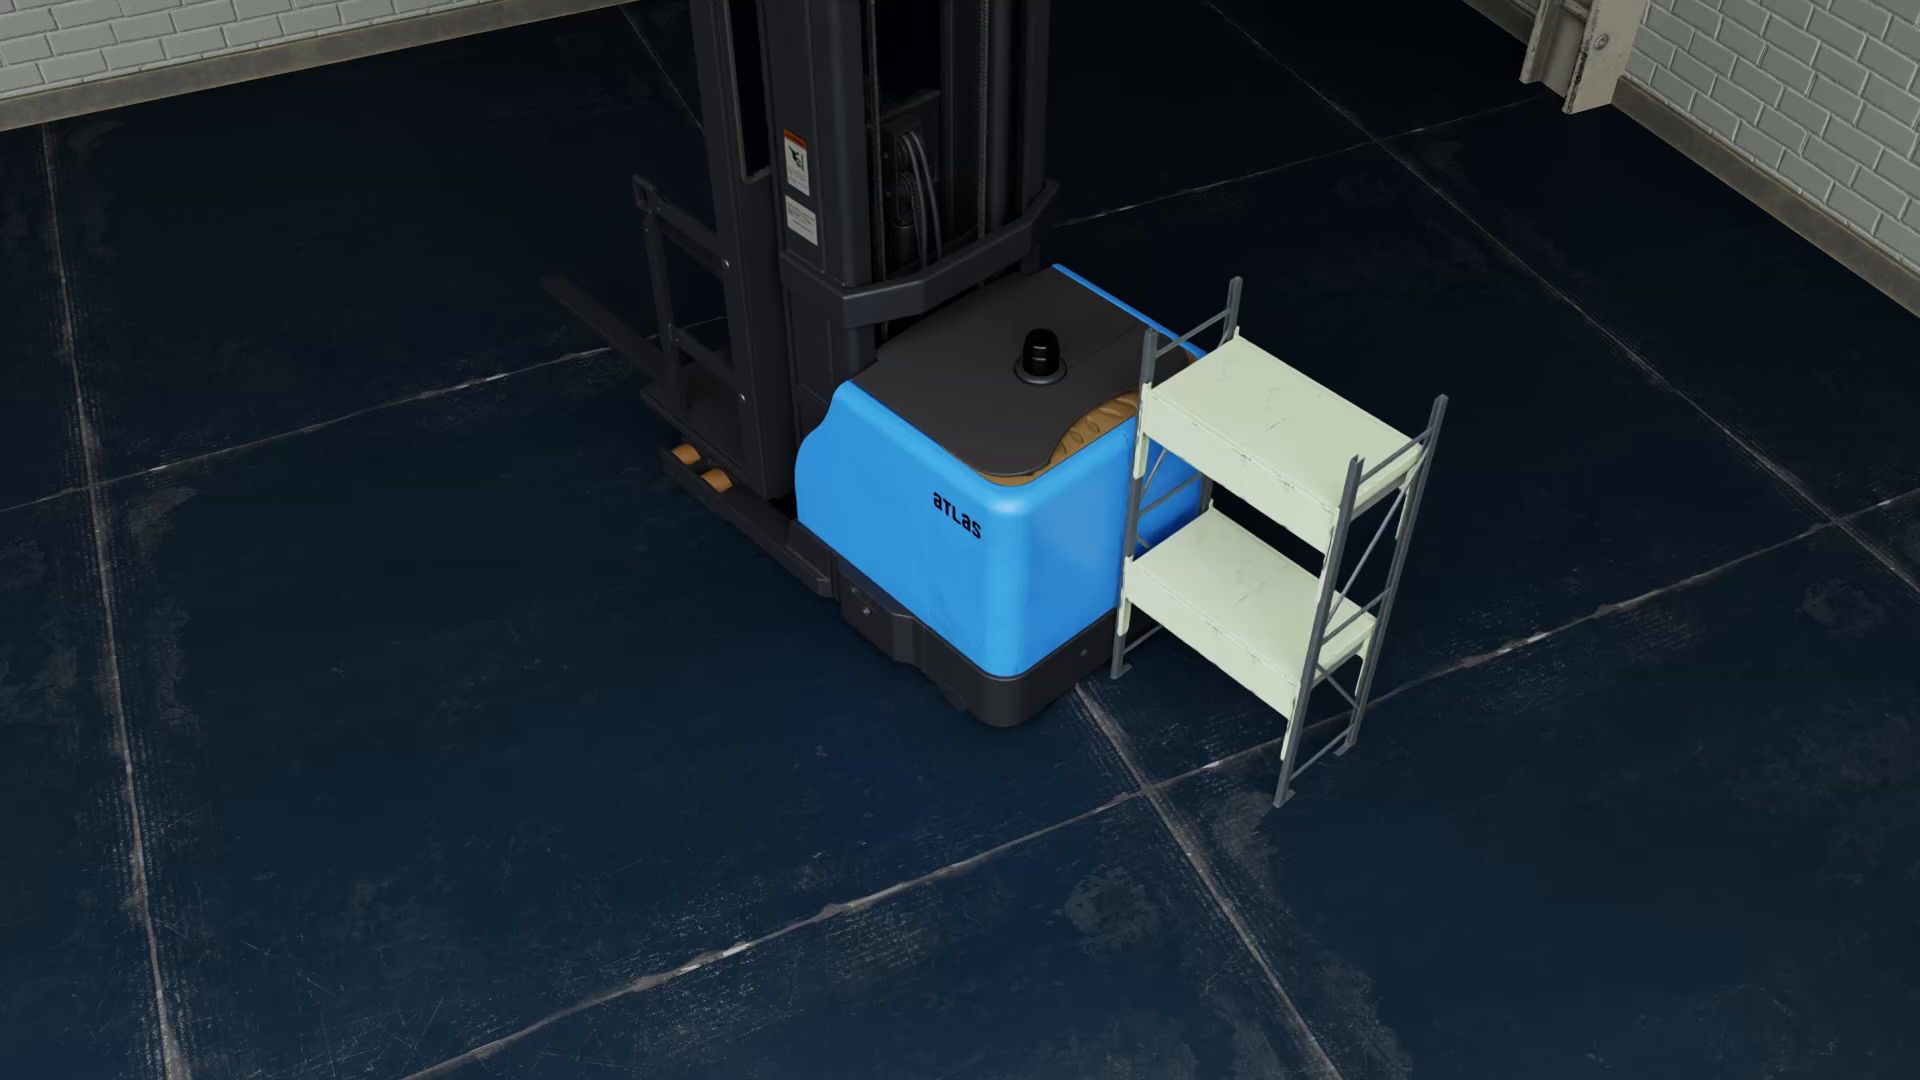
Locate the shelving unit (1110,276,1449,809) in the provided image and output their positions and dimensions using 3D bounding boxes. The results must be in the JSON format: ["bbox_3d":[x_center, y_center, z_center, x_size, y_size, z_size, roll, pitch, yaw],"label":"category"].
[{"bbox_3d":[0.923,0.044,5.136,0.431,1.500,0.755,-33,53,-29],"label":"shelving unit"}]

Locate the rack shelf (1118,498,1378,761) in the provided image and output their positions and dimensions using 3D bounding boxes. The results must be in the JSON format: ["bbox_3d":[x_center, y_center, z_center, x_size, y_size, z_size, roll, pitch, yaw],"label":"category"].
[{"bbox_3d":[0.923,0.276,5.365,0.431,0.370,0.720,-33,53,-29],"label":"rack shelf"}]

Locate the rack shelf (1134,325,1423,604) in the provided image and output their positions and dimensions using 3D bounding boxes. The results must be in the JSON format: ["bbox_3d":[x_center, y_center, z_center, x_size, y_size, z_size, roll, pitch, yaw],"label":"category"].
[{"bbox_3d":[0.924,-0.233,4.861,0.431,0.370,0.720,-33,53,-29],"label":"rack shelf"}]

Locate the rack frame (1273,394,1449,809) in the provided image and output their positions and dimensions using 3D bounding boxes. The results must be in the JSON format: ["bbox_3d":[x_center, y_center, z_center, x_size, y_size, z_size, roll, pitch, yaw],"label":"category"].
[{"bbox_3d":[1.169,0.235,4.944,0.400,1.500,0.023,-33,53,-29],"label":"rack frame"}]

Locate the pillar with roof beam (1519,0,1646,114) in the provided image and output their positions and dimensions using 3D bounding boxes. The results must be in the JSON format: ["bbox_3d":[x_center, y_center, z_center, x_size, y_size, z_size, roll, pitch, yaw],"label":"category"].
[{"bbox_3d":[-0.764,-4.261,4.162,9.100,9.000,0.400,-18,47,-17],"label":"pillar with roof beam"}]

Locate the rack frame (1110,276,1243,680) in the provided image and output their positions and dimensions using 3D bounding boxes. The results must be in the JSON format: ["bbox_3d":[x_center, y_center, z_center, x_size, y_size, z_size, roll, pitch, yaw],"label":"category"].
[{"bbox_3d":[0.677,-0.147,5.328,0.400,1.500,0.023,-33,53,-29],"label":"rack frame"}]

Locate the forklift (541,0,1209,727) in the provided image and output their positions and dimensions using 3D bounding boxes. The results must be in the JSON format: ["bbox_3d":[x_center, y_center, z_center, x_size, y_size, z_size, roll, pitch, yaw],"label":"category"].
[{"bbox_3d":[-0.505,-1.369,5.551,1.130,2.935,3.031,-33,53,-29],"label":"forklift"}]
